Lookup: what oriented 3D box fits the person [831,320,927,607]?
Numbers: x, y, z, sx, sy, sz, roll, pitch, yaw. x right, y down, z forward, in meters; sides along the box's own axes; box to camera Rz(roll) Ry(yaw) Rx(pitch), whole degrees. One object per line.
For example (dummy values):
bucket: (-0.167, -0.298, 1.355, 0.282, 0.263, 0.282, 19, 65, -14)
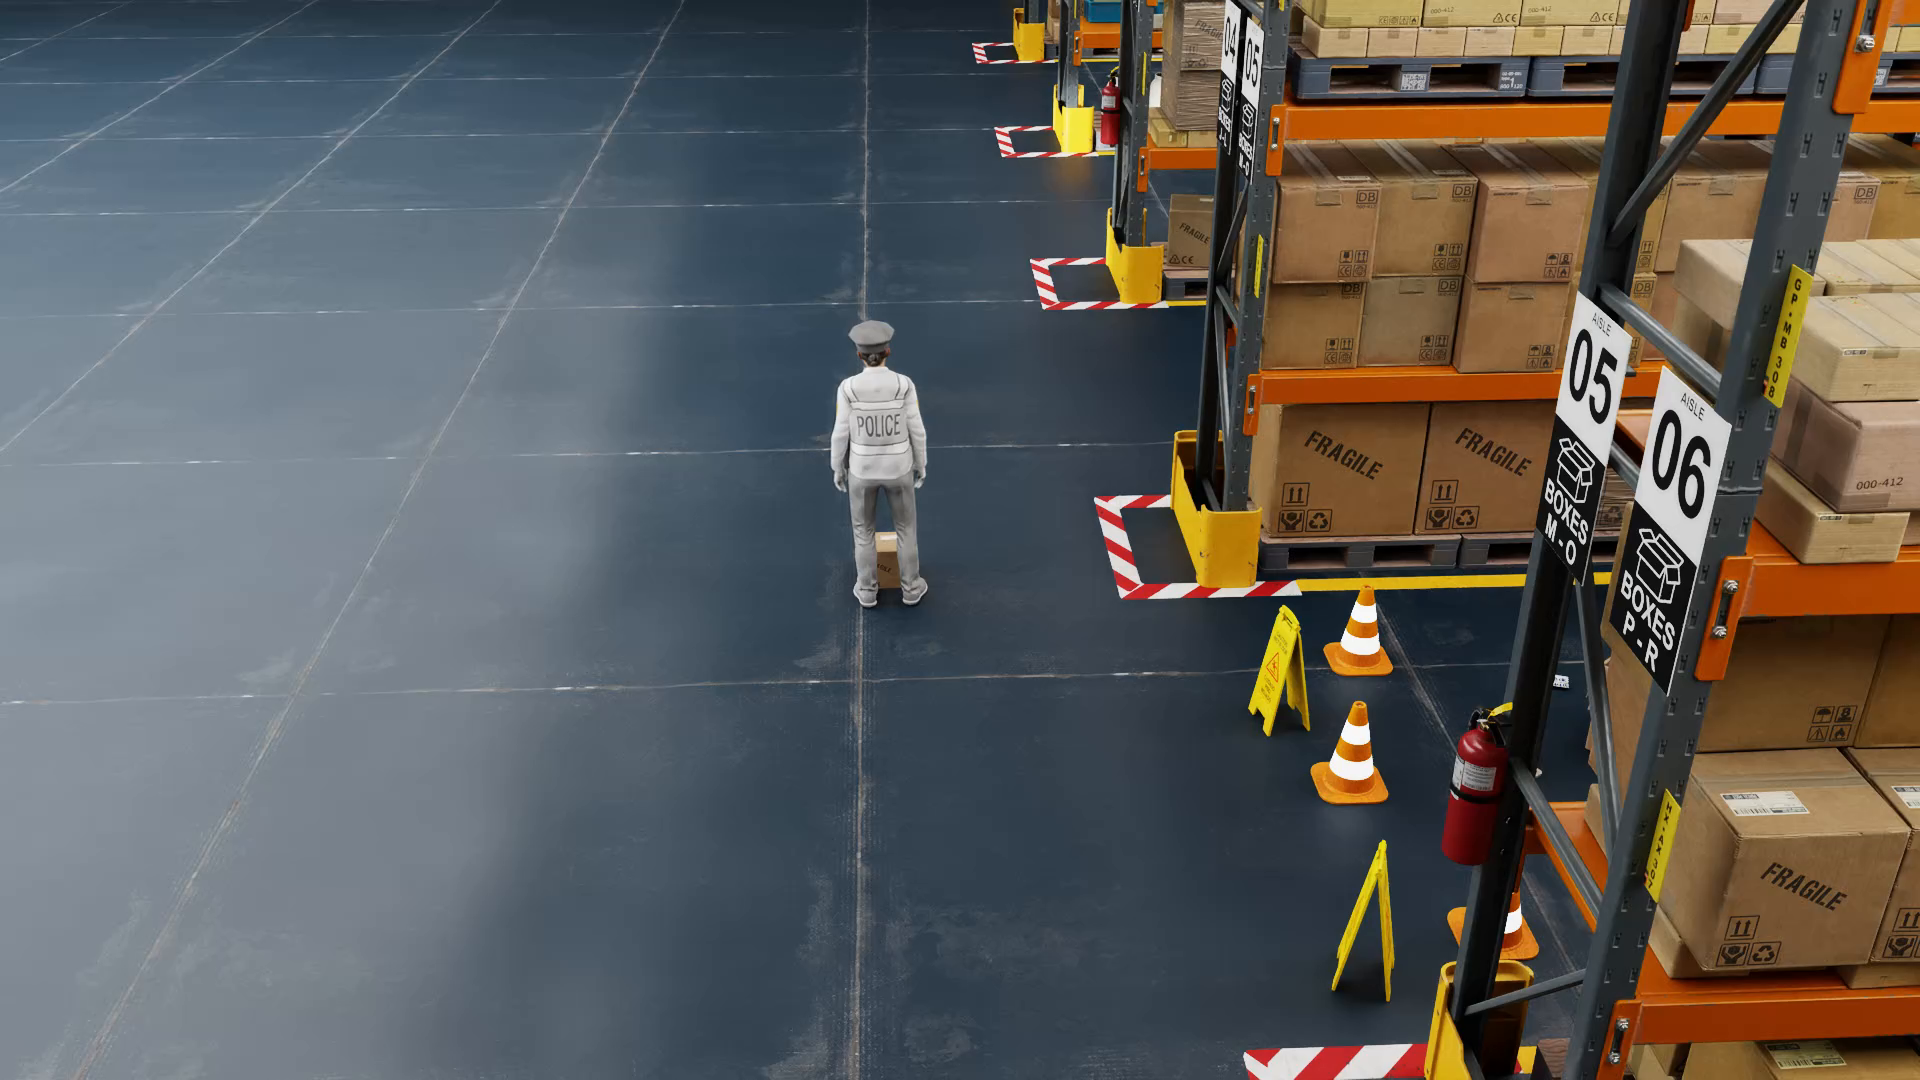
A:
person: (-0.452, -0.395, 9.367, 0.538, 1.663, 0.377, -2, 28, -4)
